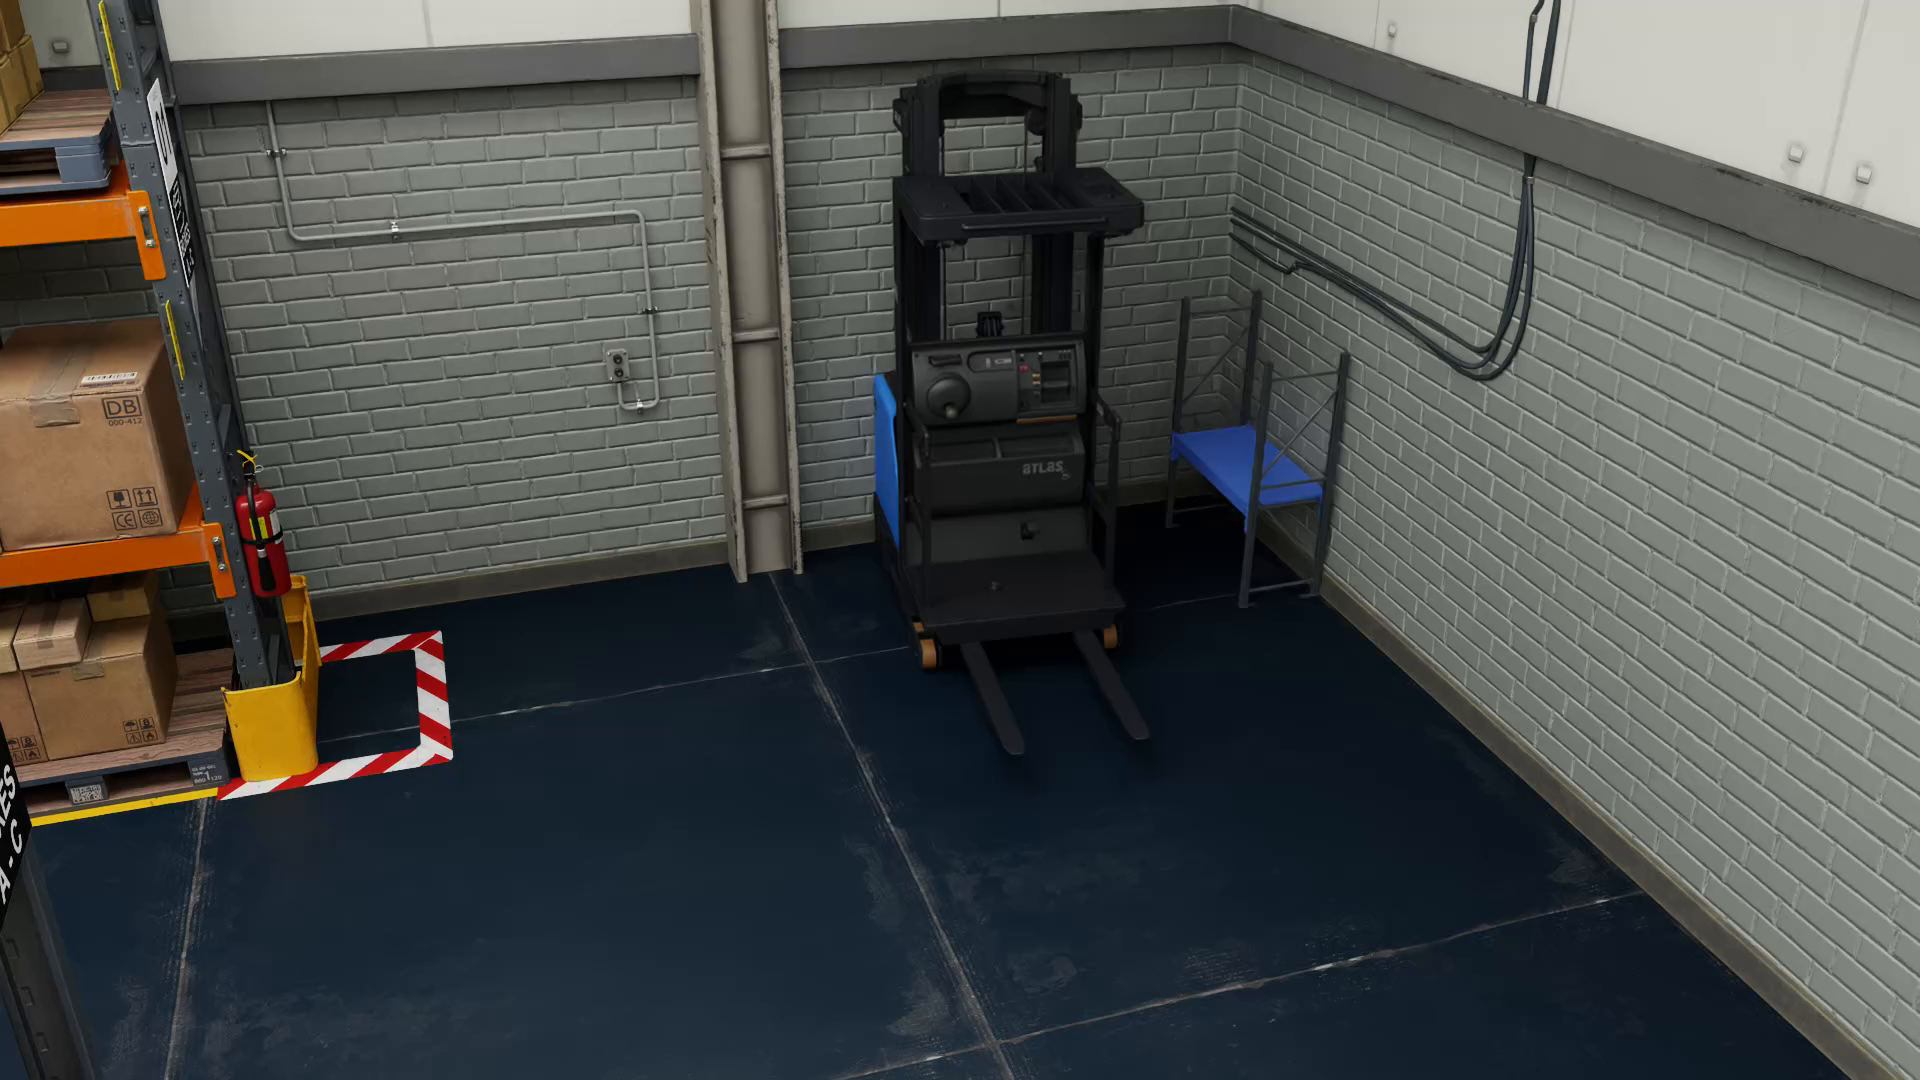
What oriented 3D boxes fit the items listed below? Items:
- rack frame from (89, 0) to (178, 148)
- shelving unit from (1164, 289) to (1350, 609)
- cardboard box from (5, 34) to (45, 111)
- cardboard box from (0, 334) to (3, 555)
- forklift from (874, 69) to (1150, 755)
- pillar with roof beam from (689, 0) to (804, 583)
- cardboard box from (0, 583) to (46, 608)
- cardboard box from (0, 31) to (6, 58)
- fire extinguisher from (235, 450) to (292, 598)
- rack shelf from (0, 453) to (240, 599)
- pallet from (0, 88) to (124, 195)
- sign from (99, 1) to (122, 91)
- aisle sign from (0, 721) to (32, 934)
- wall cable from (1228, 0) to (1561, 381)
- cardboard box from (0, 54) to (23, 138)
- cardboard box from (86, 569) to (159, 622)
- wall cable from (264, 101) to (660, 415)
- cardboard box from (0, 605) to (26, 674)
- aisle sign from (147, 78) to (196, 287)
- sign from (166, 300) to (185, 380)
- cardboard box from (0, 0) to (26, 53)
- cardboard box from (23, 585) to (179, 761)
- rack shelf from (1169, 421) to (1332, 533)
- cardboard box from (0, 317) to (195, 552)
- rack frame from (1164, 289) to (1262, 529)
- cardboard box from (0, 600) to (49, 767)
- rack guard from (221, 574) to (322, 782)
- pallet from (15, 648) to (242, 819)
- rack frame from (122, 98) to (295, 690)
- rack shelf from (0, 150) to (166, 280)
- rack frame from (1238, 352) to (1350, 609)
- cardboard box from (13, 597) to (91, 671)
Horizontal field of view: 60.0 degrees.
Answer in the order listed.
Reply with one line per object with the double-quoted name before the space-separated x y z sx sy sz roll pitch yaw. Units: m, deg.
"rack frame" -3.459 -3.135 6.445 0.127 3.000 1.000 -8 28 -16
"shelving unit" 1.676 -0.539 9.607 0.538 1.500 1.048 -8 30 -16
"cardboard box" -4.229 -1.960 7.036 0.500 0.250 0.500 -7 27 -13
"cardboard box" -4.629 -0.403 7.351 0.700 0.700 0.980 -8 28 -17
"forklift" 0.255 -0.804 8.573 1.130 2.935 3.031 -5 27 -11
"pillar with roof beam" 0.174 -2.052 4.264 0.400 9.000 9.100 -8 28 -16
"cardboard box" -4.518 0.300 7.882 0.250 0.149 0.380 -8 28 -16
"cardboard box" -4.070 -2.077 6.428 0.500 0.500 0.500 -8 28 -16
"fire extinguisher" -3.172 -0.072 7.528 0.183 0.674 0.296 -8 28 -16
"rack shelf" -5.360 0.150 7.384 4.000 0.370 1.077 -8 28 -16
"pallet" -4.161 -1.645 6.917 1.213 0.211 1.003 -8 28 -16
"sign" -3.304 -1.921 6.467 0.005 0.325 0.100 -8 28 -16
"aisle sign" -1.947 0.348 3.252 0.004 0.787 0.394 -8 28 -16
"wall cable" 2.030 -2.372 8.400 0.112 2.526 3.097 -8 28 -16
"cardboard box" -4.073 -1.744 6.601 0.500 0.250 0.500 -7 27 -15
"cardboard box" -4.036 0.230 8.023 0.250 0.149 0.380 -8 28 -16
"wall cable" -2.534 -1.479 8.714 1.851 1.984 0.084 -8 28 -16
"cardboard box" -4.402 0.462 7.556 0.250 0.149 0.380 -7 27 -15
"aisle sign" -3.297 -1.495 6.965 0.004 0.787 0.394 -8 28 -16
"sign" -3.304 -0.841 7.003 0.005 0.325 0.100 -8 28 -16
"cardboard box" -4.228 -2.295 6.866 0.500 0.500 0.500 -9 28 -18
"cardboard box" -4.093 0.622 7.962 0.500 0.500 0.700 -8 28 -16
"rack shelf" 1.674 -0.381 9.692 0.538 0.185 1.000 -8 30 -16
"cardboard box" -3.941 -0.508 7.562 0.700 0.700 0.980 -7 27 -14
"rack frame" 1.516 -0.770 10.030 0.500 1.500 0.032 -8 30 -16
"cardboard box" -4.569 0.691 7.823 0.500 0.500 0.700 -8 28 -16
"rack guard" -3.436 0.668 8.342 0.348 0.500 1.175 -8 28 -16
"pallet" -4.195 0.944 8.111 1.213 0.211 1.003 -8 28 -16
"rack frame" -3.459 -0.448 7.779 0.127 3.000 1.000 -8 28 -16
"rack shelf" -5.360 -1.194 6.717 4.000 0.370 1.077 -8 28 -16
"rack frame" 1.836 -0.308 9.183 0.500 1.500 0.032 -8 30 -16
"cardboard box" -4.159 0.426 7.627 0.250 0.149 0.380 -9 28 -17
